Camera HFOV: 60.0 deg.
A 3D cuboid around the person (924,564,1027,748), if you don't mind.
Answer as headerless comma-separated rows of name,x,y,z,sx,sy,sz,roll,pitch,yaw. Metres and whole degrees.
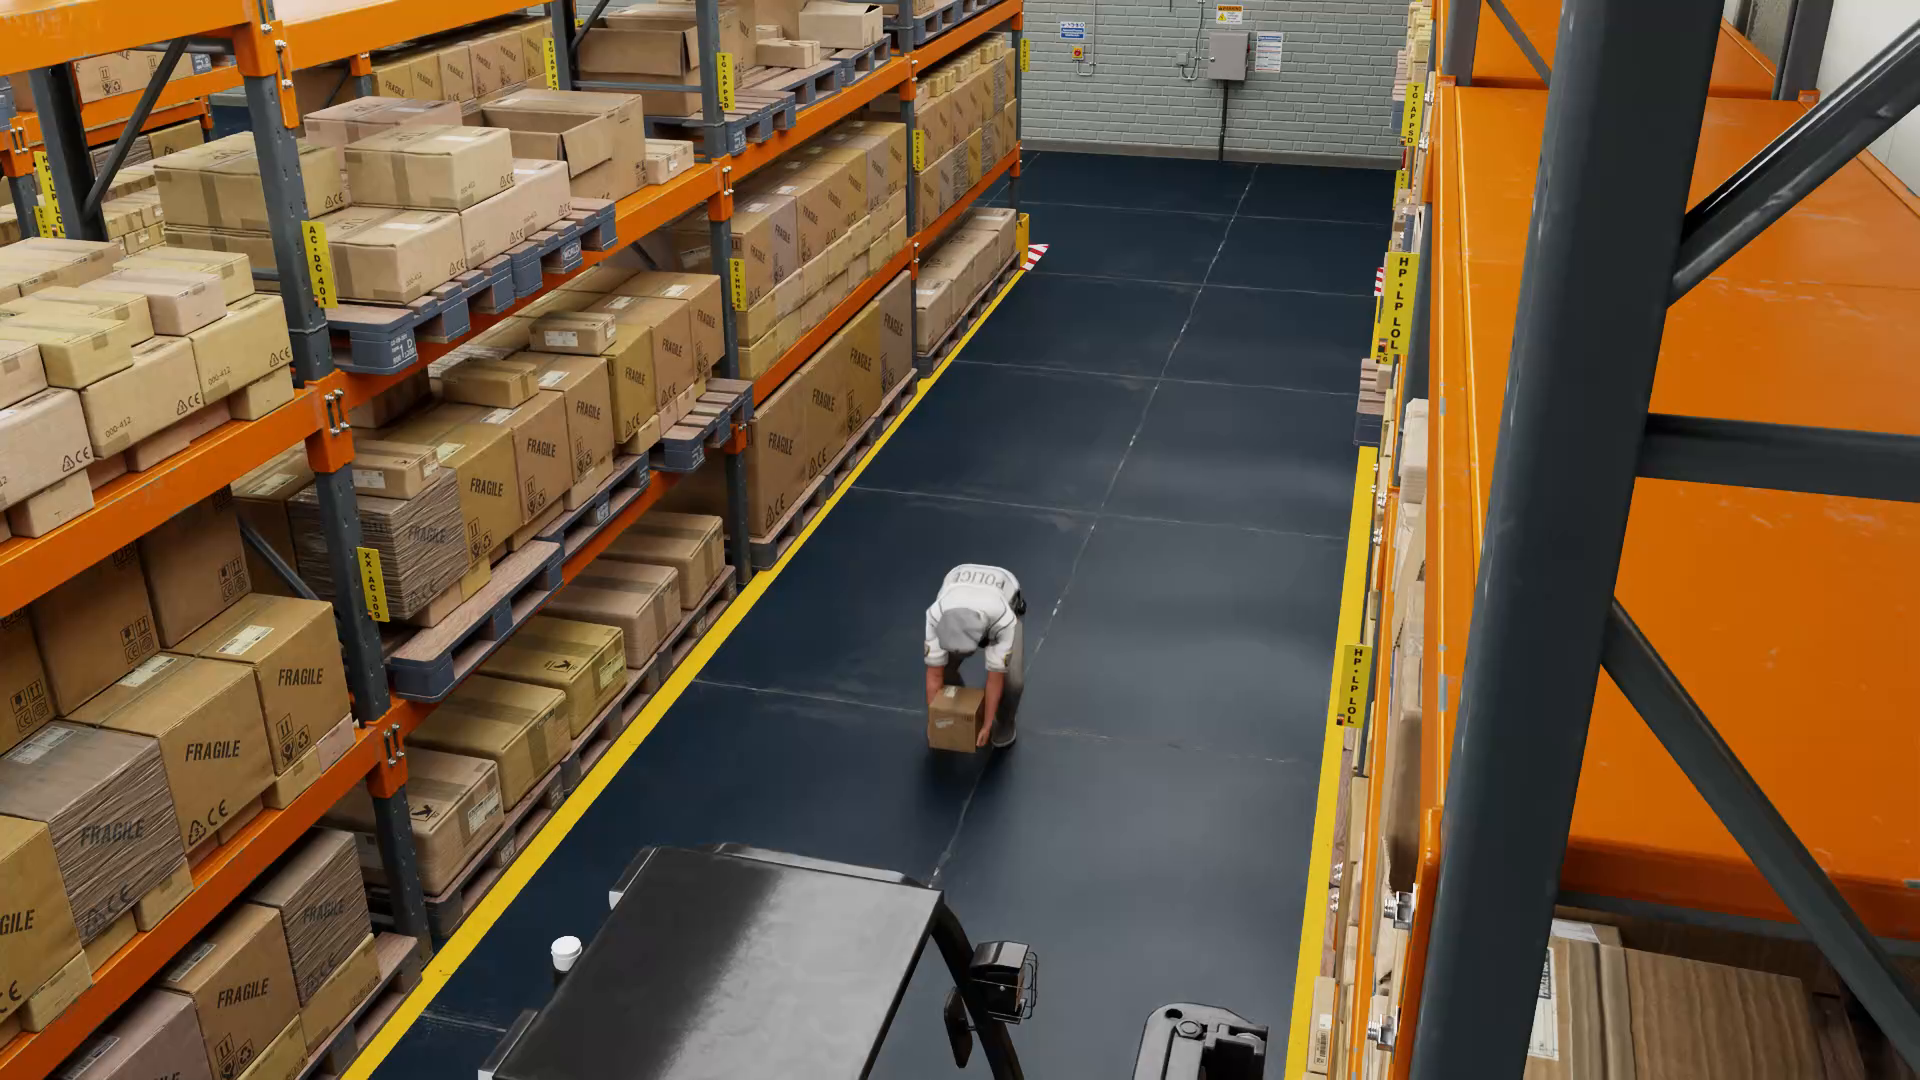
person,0.070,0.674,8.978,0.537,1.064,1.032,5,26,11
